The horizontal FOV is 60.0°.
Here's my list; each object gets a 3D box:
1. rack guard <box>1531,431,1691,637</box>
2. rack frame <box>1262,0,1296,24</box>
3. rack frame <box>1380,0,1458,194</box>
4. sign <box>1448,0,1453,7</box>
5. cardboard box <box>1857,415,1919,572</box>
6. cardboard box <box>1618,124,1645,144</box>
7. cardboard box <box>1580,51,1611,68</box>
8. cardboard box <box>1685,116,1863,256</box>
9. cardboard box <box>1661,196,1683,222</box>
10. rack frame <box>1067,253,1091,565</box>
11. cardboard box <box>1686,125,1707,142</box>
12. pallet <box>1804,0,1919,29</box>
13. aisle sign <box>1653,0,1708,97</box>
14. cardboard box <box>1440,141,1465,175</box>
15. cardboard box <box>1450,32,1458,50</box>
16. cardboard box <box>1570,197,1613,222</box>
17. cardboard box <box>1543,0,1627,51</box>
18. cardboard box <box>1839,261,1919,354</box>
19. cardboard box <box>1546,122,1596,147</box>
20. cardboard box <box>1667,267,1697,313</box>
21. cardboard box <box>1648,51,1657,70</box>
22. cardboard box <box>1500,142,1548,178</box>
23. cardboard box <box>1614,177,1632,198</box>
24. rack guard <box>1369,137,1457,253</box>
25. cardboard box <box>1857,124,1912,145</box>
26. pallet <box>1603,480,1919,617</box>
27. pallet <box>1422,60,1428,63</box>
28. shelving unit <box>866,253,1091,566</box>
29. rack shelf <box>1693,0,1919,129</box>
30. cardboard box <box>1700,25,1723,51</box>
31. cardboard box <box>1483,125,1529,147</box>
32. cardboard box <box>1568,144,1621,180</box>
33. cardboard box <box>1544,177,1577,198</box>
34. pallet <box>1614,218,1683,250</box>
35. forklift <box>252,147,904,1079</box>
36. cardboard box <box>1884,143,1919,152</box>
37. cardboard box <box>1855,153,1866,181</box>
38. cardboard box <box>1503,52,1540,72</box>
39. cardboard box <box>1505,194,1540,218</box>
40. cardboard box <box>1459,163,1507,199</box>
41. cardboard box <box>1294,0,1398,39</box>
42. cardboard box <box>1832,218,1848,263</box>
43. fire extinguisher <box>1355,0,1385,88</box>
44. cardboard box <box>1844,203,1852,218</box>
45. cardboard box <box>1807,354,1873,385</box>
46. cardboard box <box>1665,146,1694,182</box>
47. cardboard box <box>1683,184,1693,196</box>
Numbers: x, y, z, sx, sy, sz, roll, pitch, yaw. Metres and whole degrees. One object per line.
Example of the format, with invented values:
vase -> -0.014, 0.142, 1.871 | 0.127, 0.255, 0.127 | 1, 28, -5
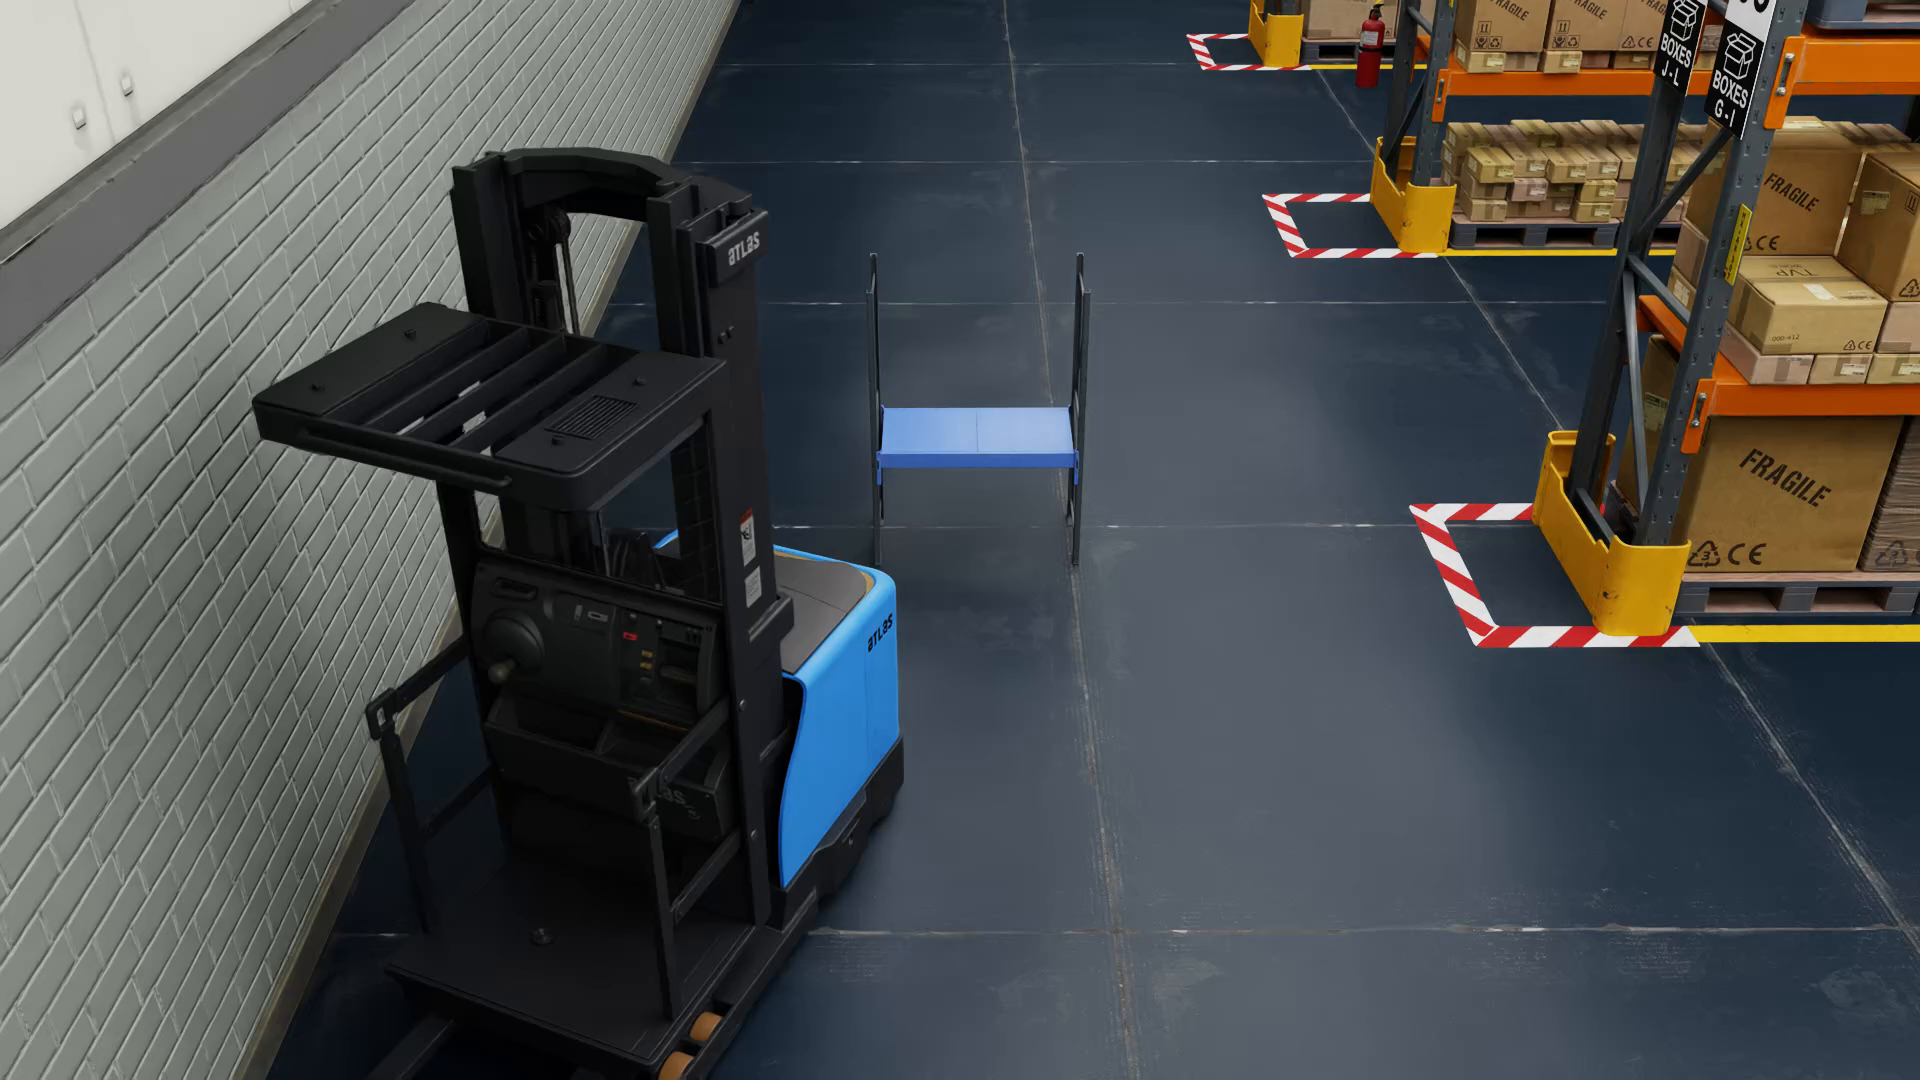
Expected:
rack guard -> 3.246, -0.055, 8.359 | 0.348, 0.500, 1.175 | 0, 31, 0
rack frame -> 3.210, -6.264, 16.183 | 0.127, 3.000, 1.000 | 0, 31, 0
rack frame -> 3.341, -3.697, 11.951 | 0.127, 3.000, 1.000 | 0, 31, 0
sign -> 3.345, -3.786, 11.263 | 0.005, 0.325, 0.100 | 0, 31, 0
cardboard box -> 4.820, -0.441, 8.229 | 0.875, 0.875, 0.875 | 0, 31, 0
cardboard box -> 5.171, -3.024, 12.612 | 0.250, 0.149, 0.380 | -1, 31, -2
cardboard box -> 4.449, -3.488, 11.849 | 0.250, 0.149, 0.380 | 1, 31, 2
cardboard box -> 3.756, -1.645, 7.705 | 0.500, 0.500, 0.500 | 0, 31, 0
cardboard box -> 5.137, -2.491, 12.307 | 0.250, 0.149, 0.380 | -2, 31, -3
rack frame -> 0.594, -0.643, 8.364 | 0.032, 1.500, 0.500 | 0, 31, 0
cardboard box -> 5.679, -3.020, 12.605 | 0.250, 0.149, 0.380 | -1, 31, -2
pallet -> 4.012, -2.376, 6.968 | 1.213, 0.211, 1.003 | 0, 31, 0
aisle sign -> 3.196, -2.391, 7.292 | 0.004, 0.787, 0.394 | 0, 31, 0
cardboard box -> 3.867, -2.934, 12.752 | 0.250, 0.149, 0.380 | -1, 31, -2
cardboard box -> 3.666, -3.737, 12.260 | 0.250, 0.149, 0.380 | 0, 31, 0
cardboard box -> 4.633, -2.485, 12.297 | 0.250, 0.149, 0.380 | 0, 31, 0
cardboard box -> 4.327, -3.740, 11.639 | 0.500, 0.500, 0.500 | 0, 31, 0
cardboard box -> 4.272, -1.053, 7.452 | 0.500, 0.250, 0.500 | -1, 31, -1
cardboard box -> 4.638, -3.051, 12.656 | 0.250, 0.149, 0.380 | -1, 31, -2
cardboard box -> 3.624, -1.188, 8.059 | 0.250, 0.149, 0.380 | 0, 31, 1
cardboard box -> 4.967, -3.462, 11.806 | 0.250, 0.149, 0.380 | -1, 31, -1
cardboard box -> 4.142, -2.801, 12.244 | 0.250, 0.149, 0.380 | 0, 31, 1
cardboard box -> 4.907, -2.666, 12.309 | 0.250, 0.149, 0.380 | -2, 31, -3
rack guard -> 3.417, -2.628, 12.600 | 0.348, 0.500, 1.175 | 0, 31, 0
cardboard box -> 6.995, -3.031, 12.624 | 0.250, 0.149, 0.380 | 1, 31, 2
pallet -> 4.069, 0.025, 8.505 | 1.213, 0.211, 1.003 | 0, 31, 0
pallet -> 5.226, -5.117, 16.981 | 1.213, 0.211, 1.003 | 0, 31, 0
shelving unit -> 0.085, -0.641, 8.361 | 1.048, 1.500, 0.538 | 0, 31, 0
rack shelf -> 5.270, -2.105, 7.129 | 4.000, 0.370, 1.077 | 0, 31, 0
cardboard box -> 5.327, -3.740, 11.639 | 0.500, 0.500, 0.500 | -1, 31, -2
cardboard box -> 4.121, -3.016, 12.599 | 0.250, 0.149, 0.380 | 0, 31, 1
cardboard box -> 4.642, -2.779, 12.208 | 0.250, 0.149, 0.380 | -2, 31, -3
cardboard box -> 4.385, -2.671, 12.318 | 0.250, 0.149, 0.380 | 0, 31, 0
pallet -> 5.447, -2.491, 12.653 | 1.213, 0.211, 1.003 | 0, 31, 0
forklift -> -1.290, 0.391, 5.280 | 1.130, 2.935, 3.031 | 13, 34, 20
cardboard box -> 6.987, -2.788, 12.224 | 0.250, 0.149, 0.380 | 1, 31, 1
cardboard box -> 6.483, -2.762, 12.181 | 0.250, 0.149, 0.380 | 0, 31, -1
cardboard box -> 3.921, -3.443, 11.775 | 0.250, 0.149, 0.380 | 1, 31, 1
cardboard box -> 4.128, -2.536, 12.382 | 0.250, 0.149, 0.380 | 0, 31, 0
cardboard box -> 3.867, -2.653, 12.288 | 0.250, 0.149, 0.380 | 1, 31, 2
cardboard box -> 3.870, -5.402, 16.827 | 0.875, 0.438, 0.875 | -1, 31, -2
cardboard box -> 4.260, -1.327, 7.904 | 0.500, 0.250, 0.500 | -1, 31, -1
fire extinguisher -> 3.087, -3.743, 12.461 | 0.183, 0.674, 0.296 | 0, 31, 0
cardboard box -> 6.427, -2.500, 12.323 | 0.250, 0.149, 0.380 | -1, 31, -2
cardboard box -> 3.884, -0.848, 7.498 | 0.250, 0.149, 0.380 | -1, 31, -1
cardboard box -> 5.183, -2.752, 12.164 | 0.250, 0.149, 0.380 | 0, 31, 0
cardboard box -> 5.448, -2.684, 12.339 | 0.250, 0.149, 0.380 | 1, 31, 2
